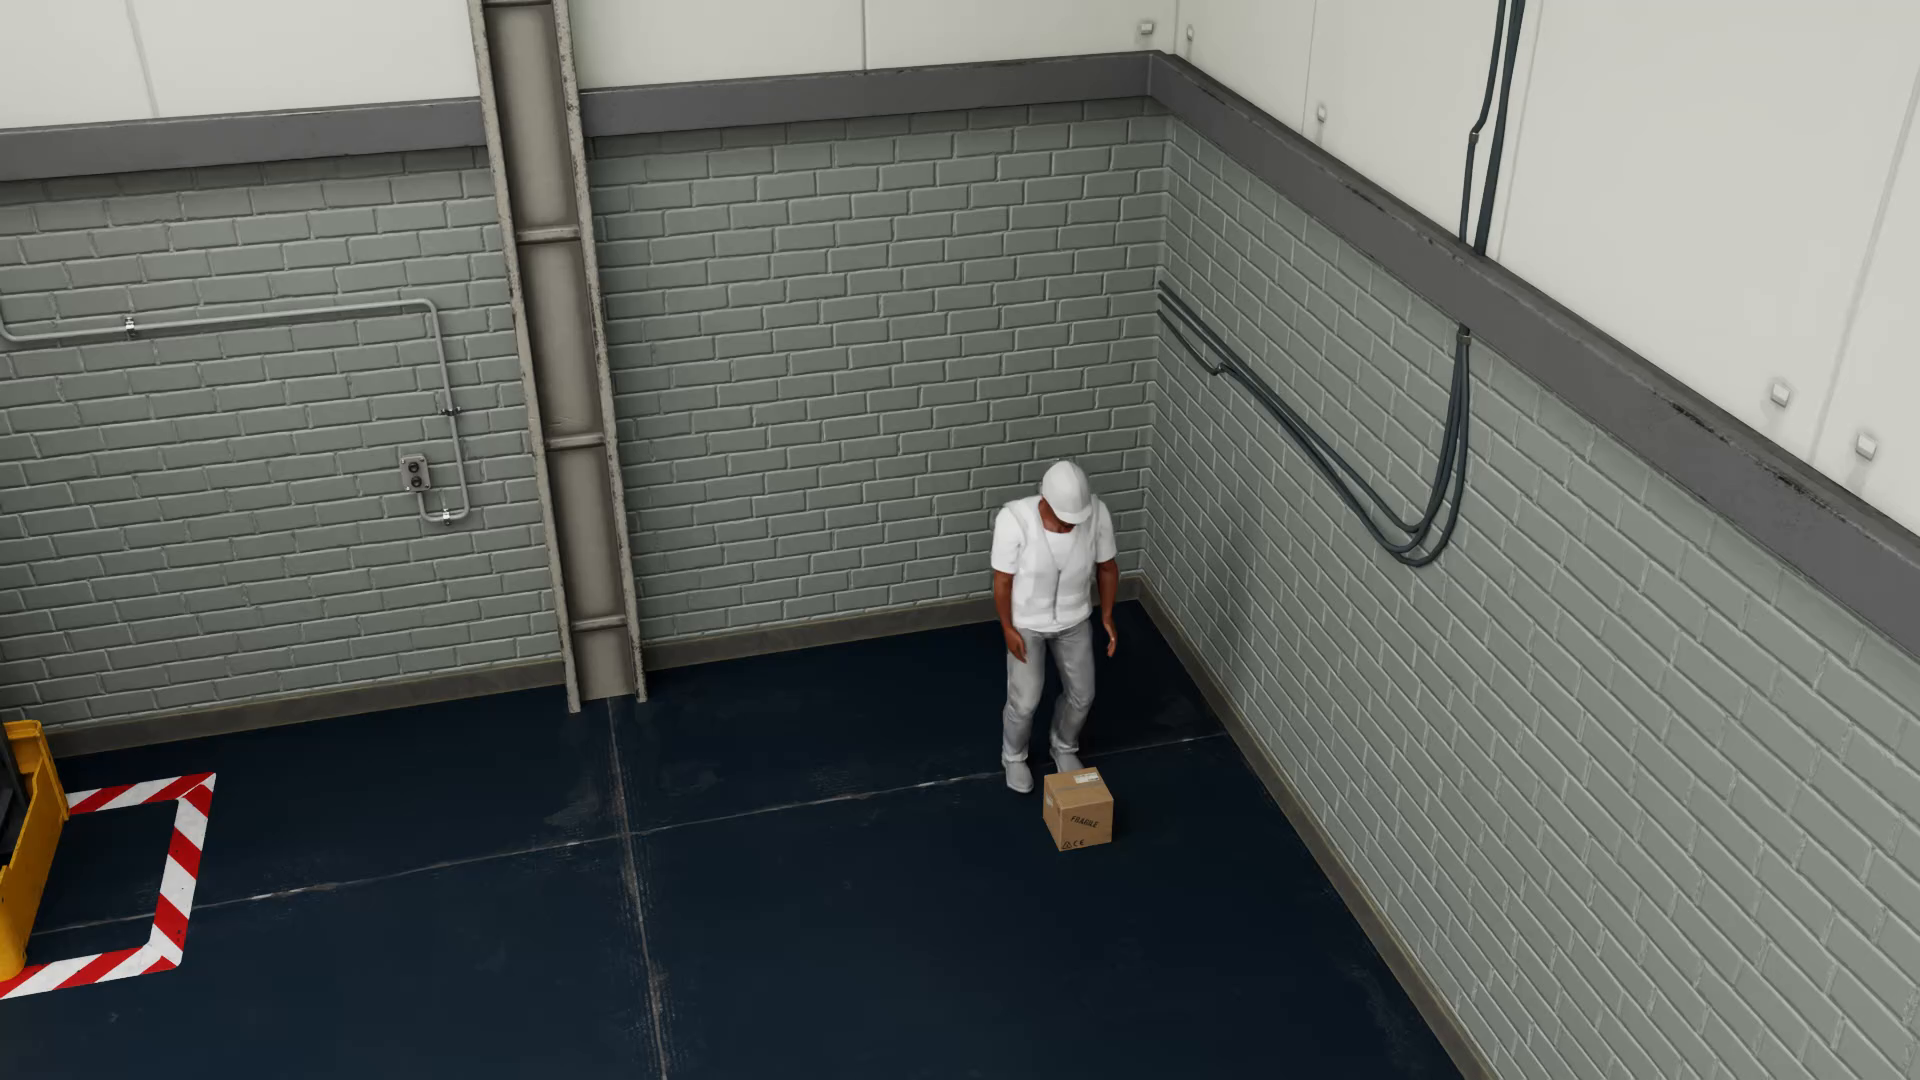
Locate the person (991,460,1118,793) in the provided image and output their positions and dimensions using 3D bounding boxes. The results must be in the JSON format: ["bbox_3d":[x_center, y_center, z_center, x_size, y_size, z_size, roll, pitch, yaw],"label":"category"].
[{"bbox_3d":[0.434,0.375,7.623,0.591,1.715,0.447,-7,31,-12],"label":"person"}]
